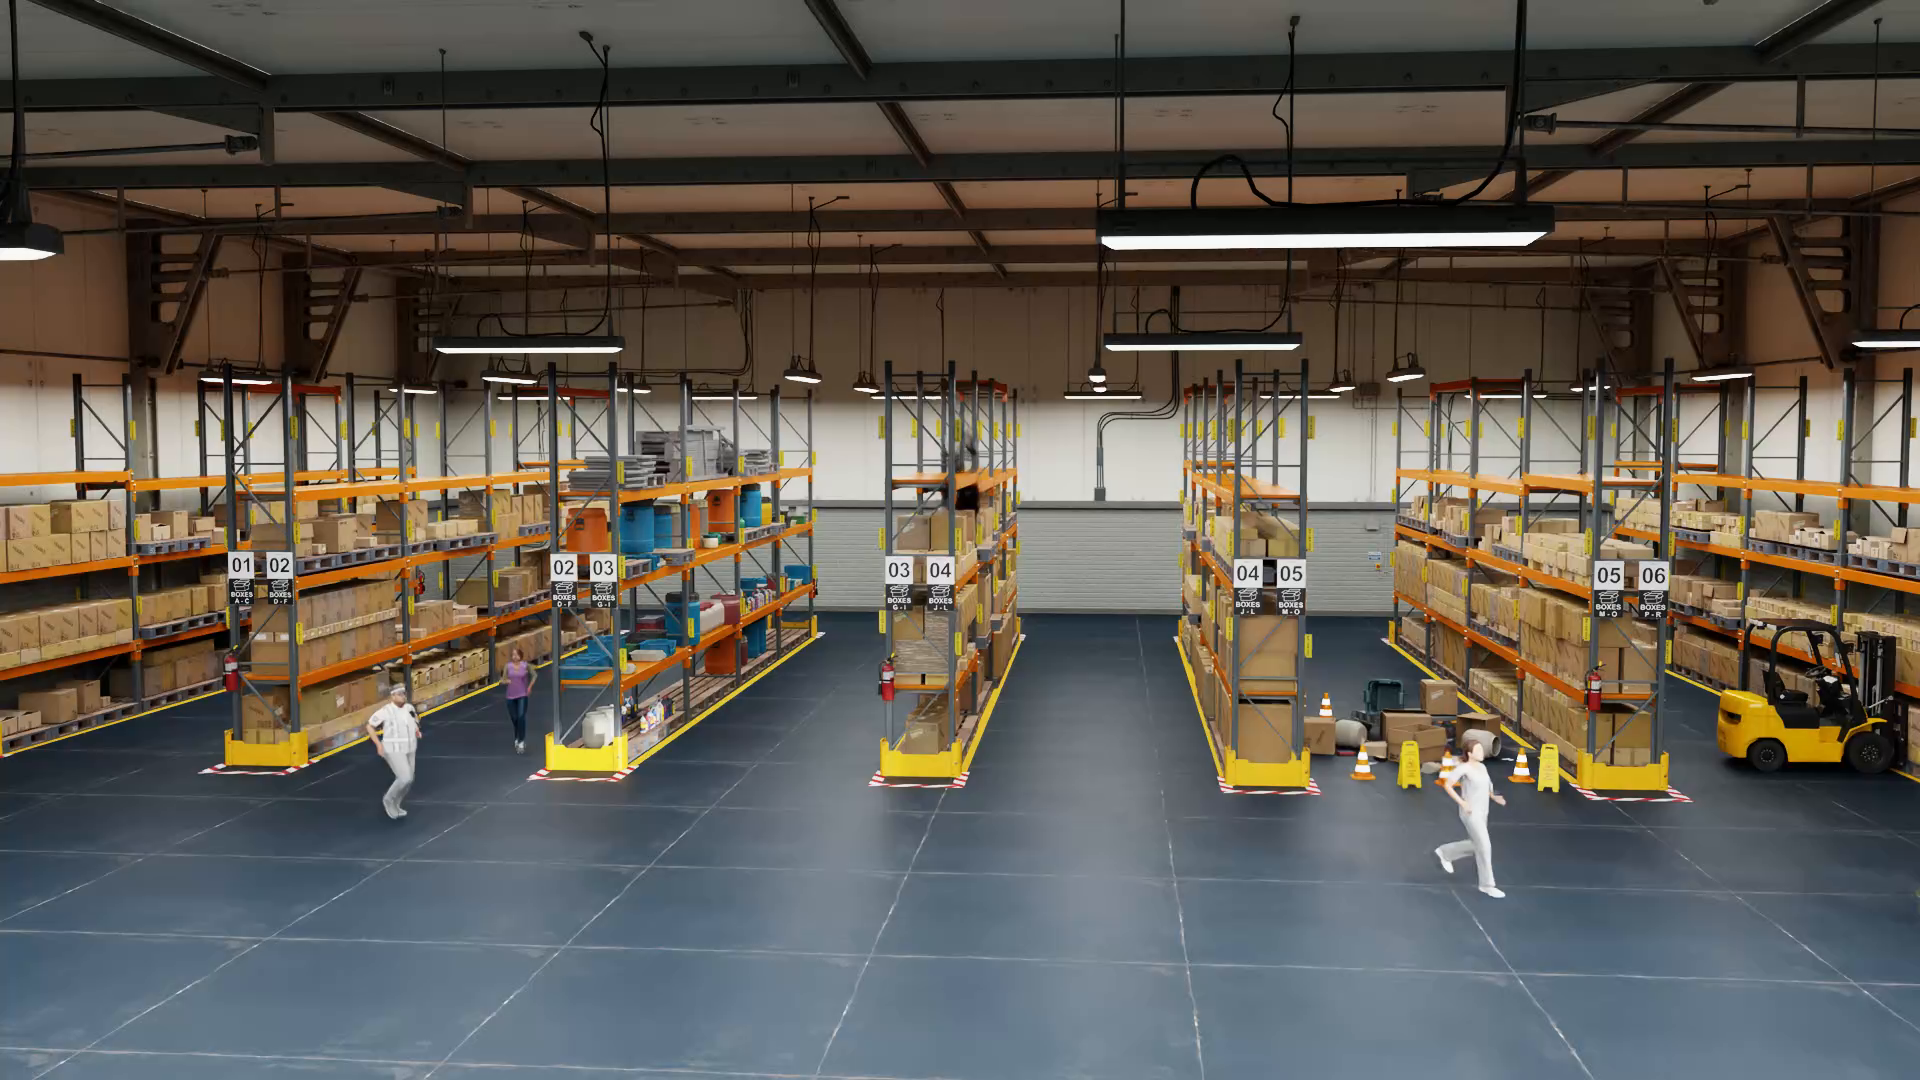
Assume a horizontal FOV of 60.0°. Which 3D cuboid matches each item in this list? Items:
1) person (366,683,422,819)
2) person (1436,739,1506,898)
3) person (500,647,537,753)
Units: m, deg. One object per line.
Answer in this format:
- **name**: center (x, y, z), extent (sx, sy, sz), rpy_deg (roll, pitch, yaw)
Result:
- **person**: center (-7.191, 2.710, 21.420), extent (0.659, 1.754, 0.647), rpy_deg (2, 4, 30)
- **person**: center (5.551, 2.993, 18.107), extent (0.567, 1.668, 0.879), rpy_deg (-3, 5, -41)
- **person**: center (-6.908, 2.495, 25.988), extent (0.514, 1.639, 0.666), rpy_deg (0, 4, -2)
